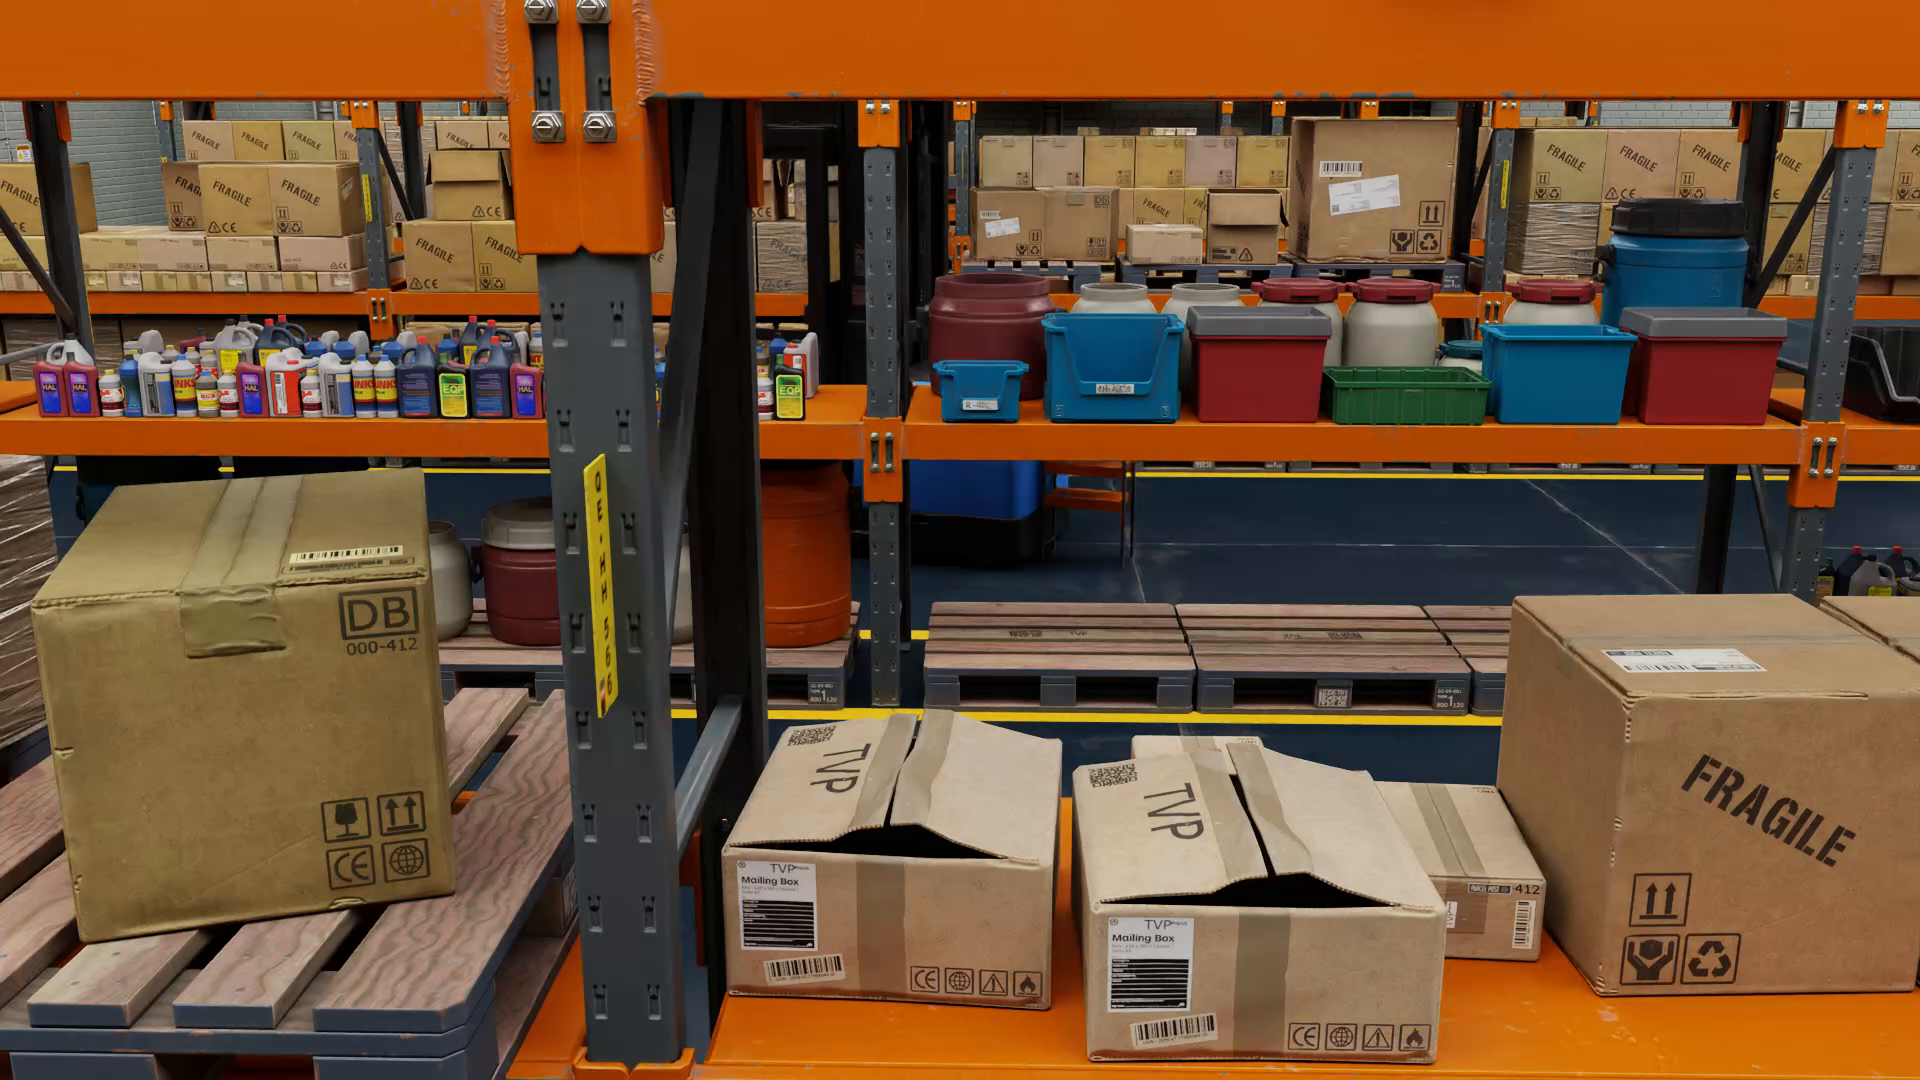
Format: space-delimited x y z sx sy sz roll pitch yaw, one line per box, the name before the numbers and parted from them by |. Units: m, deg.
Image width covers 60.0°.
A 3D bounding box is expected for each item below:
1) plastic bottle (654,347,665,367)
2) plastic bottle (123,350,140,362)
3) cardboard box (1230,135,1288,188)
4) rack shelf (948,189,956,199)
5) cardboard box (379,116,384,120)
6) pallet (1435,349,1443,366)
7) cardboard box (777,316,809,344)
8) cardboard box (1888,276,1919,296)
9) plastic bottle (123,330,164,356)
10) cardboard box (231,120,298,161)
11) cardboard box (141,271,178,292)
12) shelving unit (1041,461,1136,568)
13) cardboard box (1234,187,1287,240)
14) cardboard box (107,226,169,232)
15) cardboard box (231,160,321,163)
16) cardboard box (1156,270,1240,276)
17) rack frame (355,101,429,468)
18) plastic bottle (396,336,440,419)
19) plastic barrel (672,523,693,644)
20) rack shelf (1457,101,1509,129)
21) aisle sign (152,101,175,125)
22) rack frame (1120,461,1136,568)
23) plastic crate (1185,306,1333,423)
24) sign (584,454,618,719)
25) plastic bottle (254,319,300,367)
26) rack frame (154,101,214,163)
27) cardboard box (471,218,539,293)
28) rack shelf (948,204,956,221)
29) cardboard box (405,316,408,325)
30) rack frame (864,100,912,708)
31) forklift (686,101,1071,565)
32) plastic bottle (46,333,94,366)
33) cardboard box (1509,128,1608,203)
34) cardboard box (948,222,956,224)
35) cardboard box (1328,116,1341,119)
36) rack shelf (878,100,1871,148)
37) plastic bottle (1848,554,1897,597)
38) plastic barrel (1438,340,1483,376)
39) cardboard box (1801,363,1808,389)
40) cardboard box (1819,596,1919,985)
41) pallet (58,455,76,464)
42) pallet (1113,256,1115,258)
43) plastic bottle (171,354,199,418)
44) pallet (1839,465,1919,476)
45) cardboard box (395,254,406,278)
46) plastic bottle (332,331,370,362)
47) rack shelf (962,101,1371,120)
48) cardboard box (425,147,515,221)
plastic bottle | -1.458 -0.822 7.966 0.097 0.201 0.097 0 15 0
plastic bottle | -3.903 -0.799 7.880 0.097 0.201 0.097 0 15 0
cardboard box | 3.020 -3.859 16.931 0.500 0.500 0.700 0 15 0
rack shelf | -1.819 -5.543 26.879 4.000 0.370 1.077 0 15 1
cardboard box | -7.592 -5.437 21.638 0.250 0.149 0.380 1 15 3
pallet | 4.789 -1.950 17.316 1.213 0.211 1.003 0 15 1
cardboard box | -0.885 -1.270 12.616 0.875 0.875 1.225 0 15 -1
cardboard box | 6.761 -1.856 11.988 0.250 0.149 0.380 0 15 1
plastic bottle | -3.919 -0.867 7.991 0.135 0.276 0.152 0 15 1
cardboard box | -7.019 -4.004 16.898 0.500 0.500 0.500 1 15 3
cardboard box | -5.792 -1.916 12.214 0.250 0.149 0.380 0 15 1
shelving unit | 0.758 -0.466 9.755 0.503 1.200 0.258 6 16 20
cardboard box | 2.997 -3.310 16.809 0.500 0.500 0.500 0 15 1
cardboard box | -6.165 -2.264 12.750 0.500 0.250 0.500 0 15 2
cardboard box | -5.159 -2.618 12.624 0.500 0.500 0.500 0 15 1
cardboard box | 2.444 -2.426 17.244 0.750 0.750 1.050 0 15 1
rack frame | -4.194 -2.111 12.460 0.127 3.000 1.000 0 15 1
plastic bottle | -2.356 -0.713 7.258 0.185 0.351 0.144 0 15 1
plastic barrel | -1.378 0.199 7.761 0.421 0.512 0.421 0 15 0
rack shelf | 1.804 -3.174 12.021 4.000 0.370 1.077 0 15 1
aisle sign | -8.046 -4.582 16.731 0.004 0.787 0.394 0 15 1
rack frame | 0.986 -0.444 9.671 0.015 1.200 0.240 6 16 20
plastic crate | 1.285 -0.764 7.230 0.583 0.464 0.402 0 15 1
sign | -0.457 0.059 2.124 0.005 0.325 0.100 0 15 1
plastic bottle | -3.213 -0.863 7.829 0.185 0.351 0.144 0 15 1
rack frame | -7.965 -3.401 17.351 0.127 3.000 1.000 0 15 1
cardboard box | -3.238 -2.089 12.183 0.500 0.500 0.500 0 15 2
rack shelf | -1.942 -4.277 22.081 4.000 0.370 1.077 0 15 1
cardboard box | -5.600 -2.290 17.323 0.250 0.149 0.380 0 15 -1
rack frame | -0.322 -0.822 7.574 0.127 3.000 1.000 0 15 1
forklift | -0.877 -1.484 10.219 3.031 2.935 1.130 6 16 20
plastic bottle | -3.937 -0.739 7.356 0.185 0.351 0.144 0 15 1
cardboard box | 4.246 -2.666 11.827 0.500 0.500 0.500 0 15 1
cardboard box | -0.234 -4.946 27.285 0.500 0.500 0.500 1 15 3
cardboard box | 5.000 -5.194 21.409 0.500 0.500 0.700 0 15 2
rack shelf | 1.677 -1.911 7.234 4.000 0.370 1.077 0 15 1
plastic bottle | 4.324 0.240 7.880 0.185 0.351 0.144 0 15 1
plastic barrel | 2.357 -0.776 7.674 0.301 0.262 0.301 0 15 0
cardboard box | 6.579 -1.030 12.442 0.500 0.500 0.500 4 15 16
cardboard box | 1.752 0.404 2.735 0.500 0.500 0.500 0 15 2
pallet | -6.175 -0.794 12.938 1.213 0.211 1.003 0 15 1
pallet | 2.219 -4.505 27.003 1.213 0.211 1.003 0 15 1
plastic bottle | -3.387 -0.675 7.271 0.097 0.271 0.097 0 15 0
pallet | 6.914 -0.699 12.576 1.213 0.211 1.003 0 15 1
cardboard box | -7.278 -3.649 22.492 0.875 0.438 0.875 0 15 0
plastic bottle | -2.915 -0.861 7.966 0.135 0.276 0.152 0 15 1
rack shelf | 2.031 -4.438 16.813 4.000 0.370 1.077 0 15 1
cardboard box | -3.556 -2.642 12.312 0.637 0.503 0.797 0 15 0
